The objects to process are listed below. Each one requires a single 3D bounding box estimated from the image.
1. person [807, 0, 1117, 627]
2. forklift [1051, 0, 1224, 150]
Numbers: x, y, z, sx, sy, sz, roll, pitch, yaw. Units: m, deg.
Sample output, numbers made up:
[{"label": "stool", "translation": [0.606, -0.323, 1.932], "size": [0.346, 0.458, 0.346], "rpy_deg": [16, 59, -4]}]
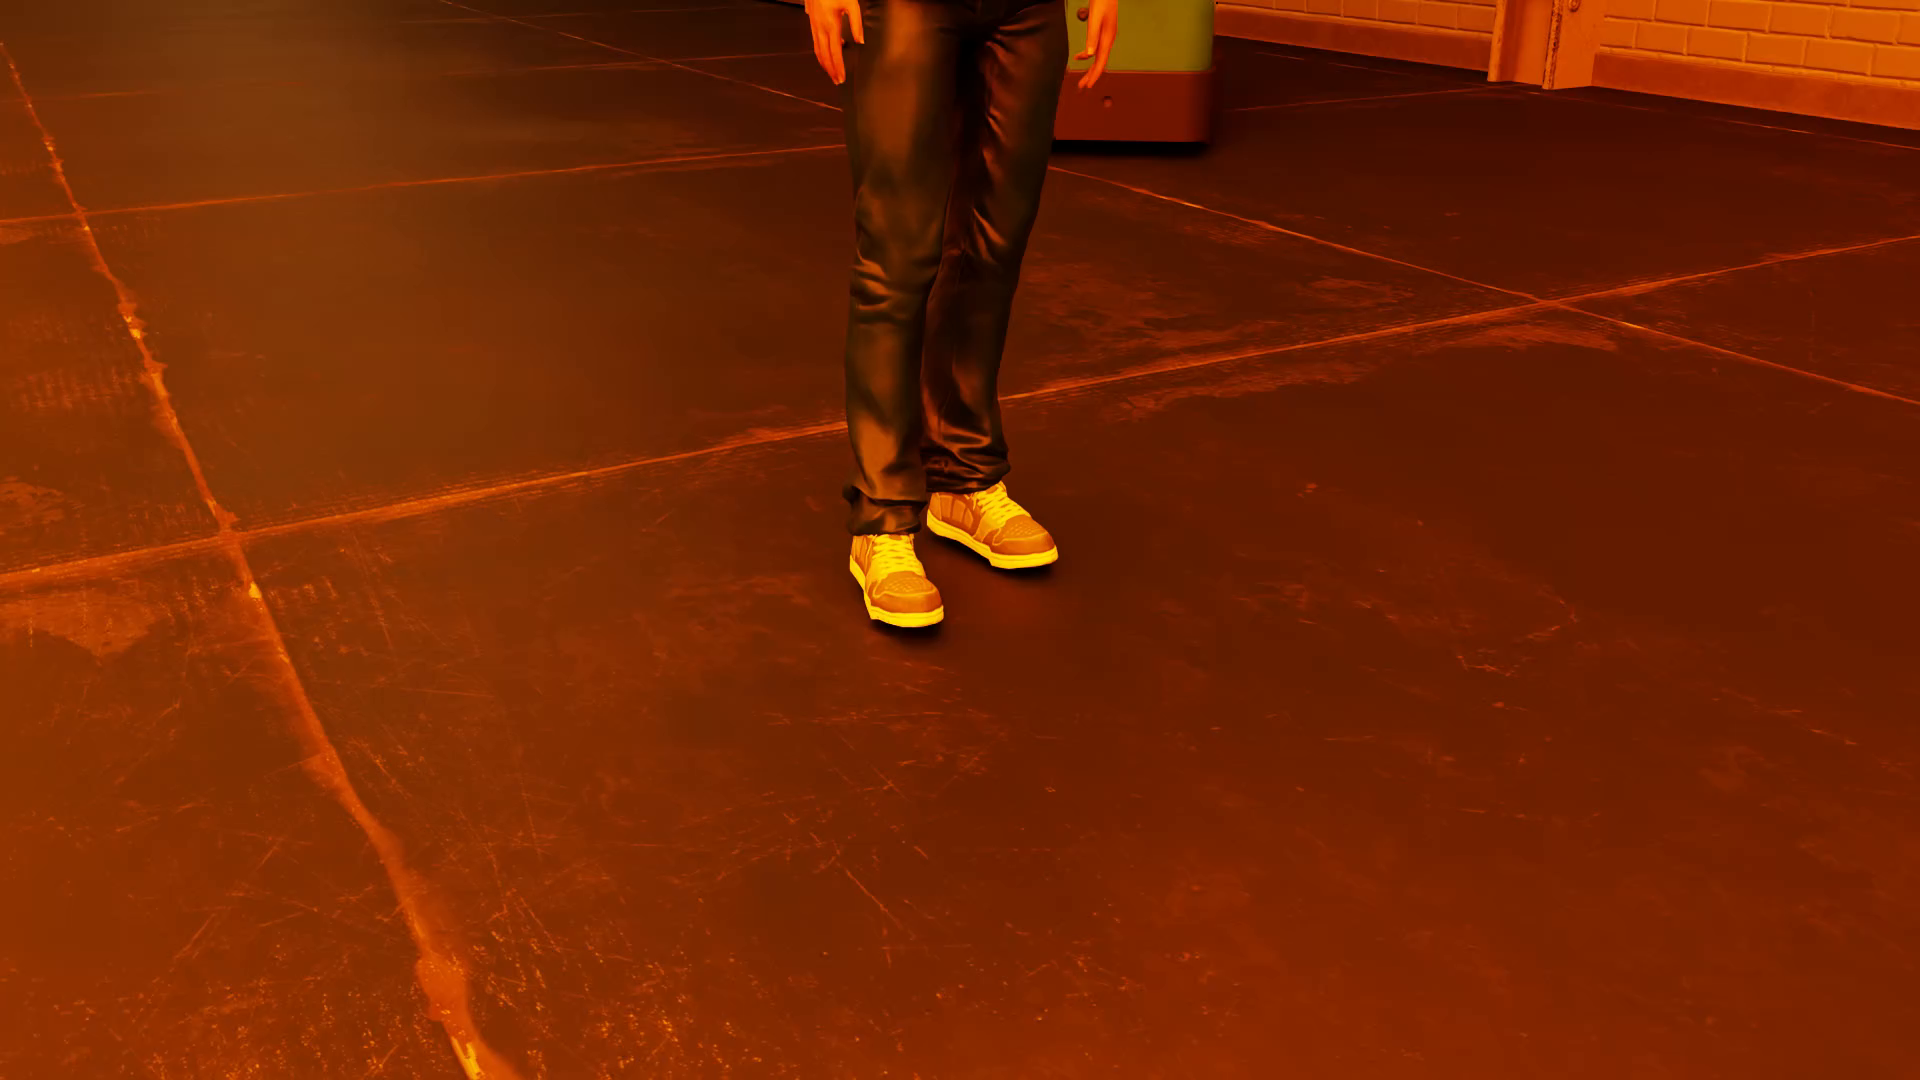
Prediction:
[{"label": "person", "translation": [0.026, -0.718, 2.263], "size": [0.521, 1.598, 0.473], "rpy_deg": [-12, 25, -28]}, {"label": "forklift", "translation": [0.536, -3.261, 6.721], "size": [1.130, 2.935, 3.031], "rpy_deg": [3, 22, 6]}]
